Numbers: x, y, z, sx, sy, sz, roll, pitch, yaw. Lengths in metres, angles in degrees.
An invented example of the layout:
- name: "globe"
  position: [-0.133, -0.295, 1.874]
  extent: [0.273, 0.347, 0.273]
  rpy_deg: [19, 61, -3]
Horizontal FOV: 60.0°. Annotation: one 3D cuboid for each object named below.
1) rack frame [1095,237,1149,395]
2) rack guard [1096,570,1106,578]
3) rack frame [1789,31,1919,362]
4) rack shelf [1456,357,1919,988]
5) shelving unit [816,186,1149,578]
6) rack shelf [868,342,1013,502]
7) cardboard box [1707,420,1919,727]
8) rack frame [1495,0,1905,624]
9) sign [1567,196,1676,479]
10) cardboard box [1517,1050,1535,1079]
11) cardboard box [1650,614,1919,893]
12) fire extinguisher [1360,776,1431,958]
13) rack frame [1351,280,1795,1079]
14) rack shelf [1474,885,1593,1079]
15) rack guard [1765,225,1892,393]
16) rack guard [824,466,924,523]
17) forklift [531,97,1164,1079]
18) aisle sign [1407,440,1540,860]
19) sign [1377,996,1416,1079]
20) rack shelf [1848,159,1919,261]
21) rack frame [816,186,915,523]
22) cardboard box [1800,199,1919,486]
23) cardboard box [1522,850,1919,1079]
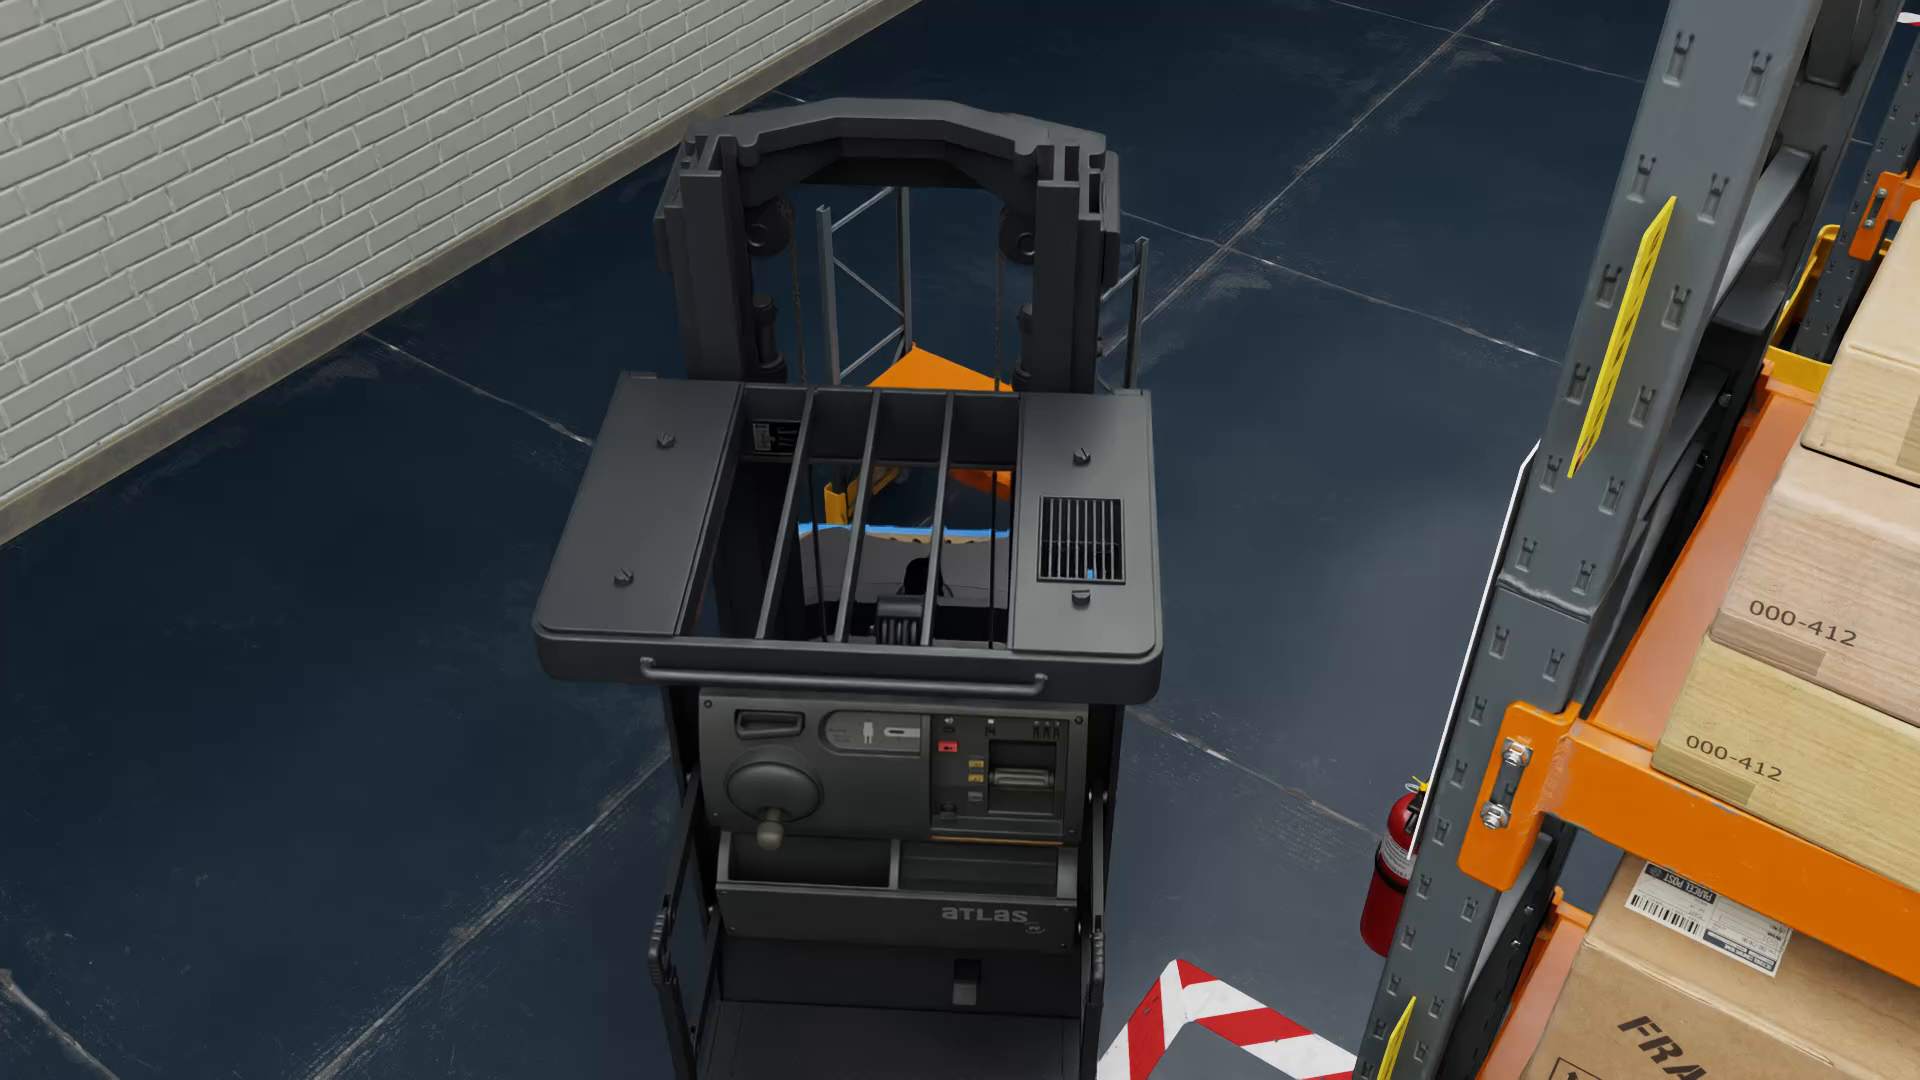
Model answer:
- name: "rack frame"
  position: [0.486, -0.332, 5.996]
  extent: [0.032, 1.500, 0.500]
  rpy_deg: [25, 48, 25]
- name: "rack guard"
  position: [0.470, 0.127, 6.421]
  extent: [0.087, 0.250, 0.587]
  rpy_deg: [25, 48, 25]
- name: "rack frame"
  position: [3.801, -1.812, 6.526]
  extent: [0.127, 3.000, 1.000]
  rpy_deg: [25, 48, 25]
- name: "rack shelf"
  position: [2.679, 0.845, 1.846]
  extent: [4.000, 0.370, 1.077]
  rpy_deg: [25, 48, 25]
- name: "shelving unit"
  position: [0.062, -0.530, 6.217]
  extent: [1.083, 1.500, 0.587]
  rpy_deg: [25, 48, 25]
- name: "rack shelf"
  position: [0.070, -0.392, 6.333]
  extent: [1.000, 0.185, 0.538]
  rpy_deg: [25, 48, 25]
- name: "cardboard box"
  position: [1.260, -0.006, 1.995]
  extent: [0.500, 0.250, 0.500]
  rpy_deg: [26, 48, 26]
- name: "rack frame"
  position: [1.042, -1.307, 1.462]
  extent: [0.127, 3.000, 1.000]
  rpy_deg: [25, 48, 25]
- name: "sign"
  position: [0.730, -0.218, 1.840]
  extent: [0.005, 0.325, 0.100]
  rpy_deg: [25, 48, 25]
- name: "cardboard box"
  position: [1.251, 1.103, 2.969]
  extent: [0.500, 0.500, 0.500]
  rpy_deg: [27, 49, 27]
- name: "cardboard box"
  position: [1.263, 0.178, 2.164]
  extent: [0.500, 0.250, 0.500]
  rpy_deg: [27, 48, 27]
- name: "fire extinguisher"
  position: [1.101, 0.748, 4.002]
  extent: [0.183, 0.674, 0.296]
  rpy_deg: [25, 48, 25]
- name: "rack frame"
  position: [1.042, 0.929, 3.462]
  extent: [0.127, 3.000, 1.000]
  rpy_deg: [25, 48, 25]
- name: "rack shelf"
  position: [2.679, 1.963, 2.847]
  extent: [4.000, 0.370, 1.077]
  rpy_deg: [25, 48, 25]
- name: "rack guard"
  position: [3.782, -0.890, 7.370]
  extent: [0.348, 0.500, 1.175]
  rpy_deg: [25, 48, 25]
- name: "rack guard"
  position: [-0.345, -0.255, 6.847]
  extent: [0.087, 0.250, 0.587]
  rpy_deg: [25, 48, 25]
- name: "forklift"
  position: [-0.172, 0.643, 3.833]
  extent: [1.130, 2.935, 3.031]
  rpy_deg: [2, 42, 3]
- name: "aisle sign"
  position: [0.810, 0.096, 2.444]
  extent: [0.004, 0.787, 0.394]
  rpy_deg: [25, 48, 25]
- name: "sign"
  position: [0.730, 0.903, 2.843]
  extent: [0.005, 0.325, 0.100]
  rpy_deg: [25, 48, 25]
- name: "rack shelf"
  position: [5.439, -0.778, 5.910]
  extent: [4.000, 0.370, 1.077]
  rpy_deg: [25, 48, 25]
- name: "rack frame"
  position: [-0.346, -0.721, 6.431]
  extent: [0.032, 1.500, 0.500]
  rpy_deg: [25, 48, 25]
- name: "cardboard box"
  position: [1.176, -0.220, 1.935]
  extent: [0.250, 0.149, 0.380]
  rpy_deg: [25, 47, 25]
- name: "cardboard box"
  position: [1.257, 0.725, 2.642]
  extent: [0.500, 0.500, 0.500]
  rpy_deg: [25, 47, 25]
